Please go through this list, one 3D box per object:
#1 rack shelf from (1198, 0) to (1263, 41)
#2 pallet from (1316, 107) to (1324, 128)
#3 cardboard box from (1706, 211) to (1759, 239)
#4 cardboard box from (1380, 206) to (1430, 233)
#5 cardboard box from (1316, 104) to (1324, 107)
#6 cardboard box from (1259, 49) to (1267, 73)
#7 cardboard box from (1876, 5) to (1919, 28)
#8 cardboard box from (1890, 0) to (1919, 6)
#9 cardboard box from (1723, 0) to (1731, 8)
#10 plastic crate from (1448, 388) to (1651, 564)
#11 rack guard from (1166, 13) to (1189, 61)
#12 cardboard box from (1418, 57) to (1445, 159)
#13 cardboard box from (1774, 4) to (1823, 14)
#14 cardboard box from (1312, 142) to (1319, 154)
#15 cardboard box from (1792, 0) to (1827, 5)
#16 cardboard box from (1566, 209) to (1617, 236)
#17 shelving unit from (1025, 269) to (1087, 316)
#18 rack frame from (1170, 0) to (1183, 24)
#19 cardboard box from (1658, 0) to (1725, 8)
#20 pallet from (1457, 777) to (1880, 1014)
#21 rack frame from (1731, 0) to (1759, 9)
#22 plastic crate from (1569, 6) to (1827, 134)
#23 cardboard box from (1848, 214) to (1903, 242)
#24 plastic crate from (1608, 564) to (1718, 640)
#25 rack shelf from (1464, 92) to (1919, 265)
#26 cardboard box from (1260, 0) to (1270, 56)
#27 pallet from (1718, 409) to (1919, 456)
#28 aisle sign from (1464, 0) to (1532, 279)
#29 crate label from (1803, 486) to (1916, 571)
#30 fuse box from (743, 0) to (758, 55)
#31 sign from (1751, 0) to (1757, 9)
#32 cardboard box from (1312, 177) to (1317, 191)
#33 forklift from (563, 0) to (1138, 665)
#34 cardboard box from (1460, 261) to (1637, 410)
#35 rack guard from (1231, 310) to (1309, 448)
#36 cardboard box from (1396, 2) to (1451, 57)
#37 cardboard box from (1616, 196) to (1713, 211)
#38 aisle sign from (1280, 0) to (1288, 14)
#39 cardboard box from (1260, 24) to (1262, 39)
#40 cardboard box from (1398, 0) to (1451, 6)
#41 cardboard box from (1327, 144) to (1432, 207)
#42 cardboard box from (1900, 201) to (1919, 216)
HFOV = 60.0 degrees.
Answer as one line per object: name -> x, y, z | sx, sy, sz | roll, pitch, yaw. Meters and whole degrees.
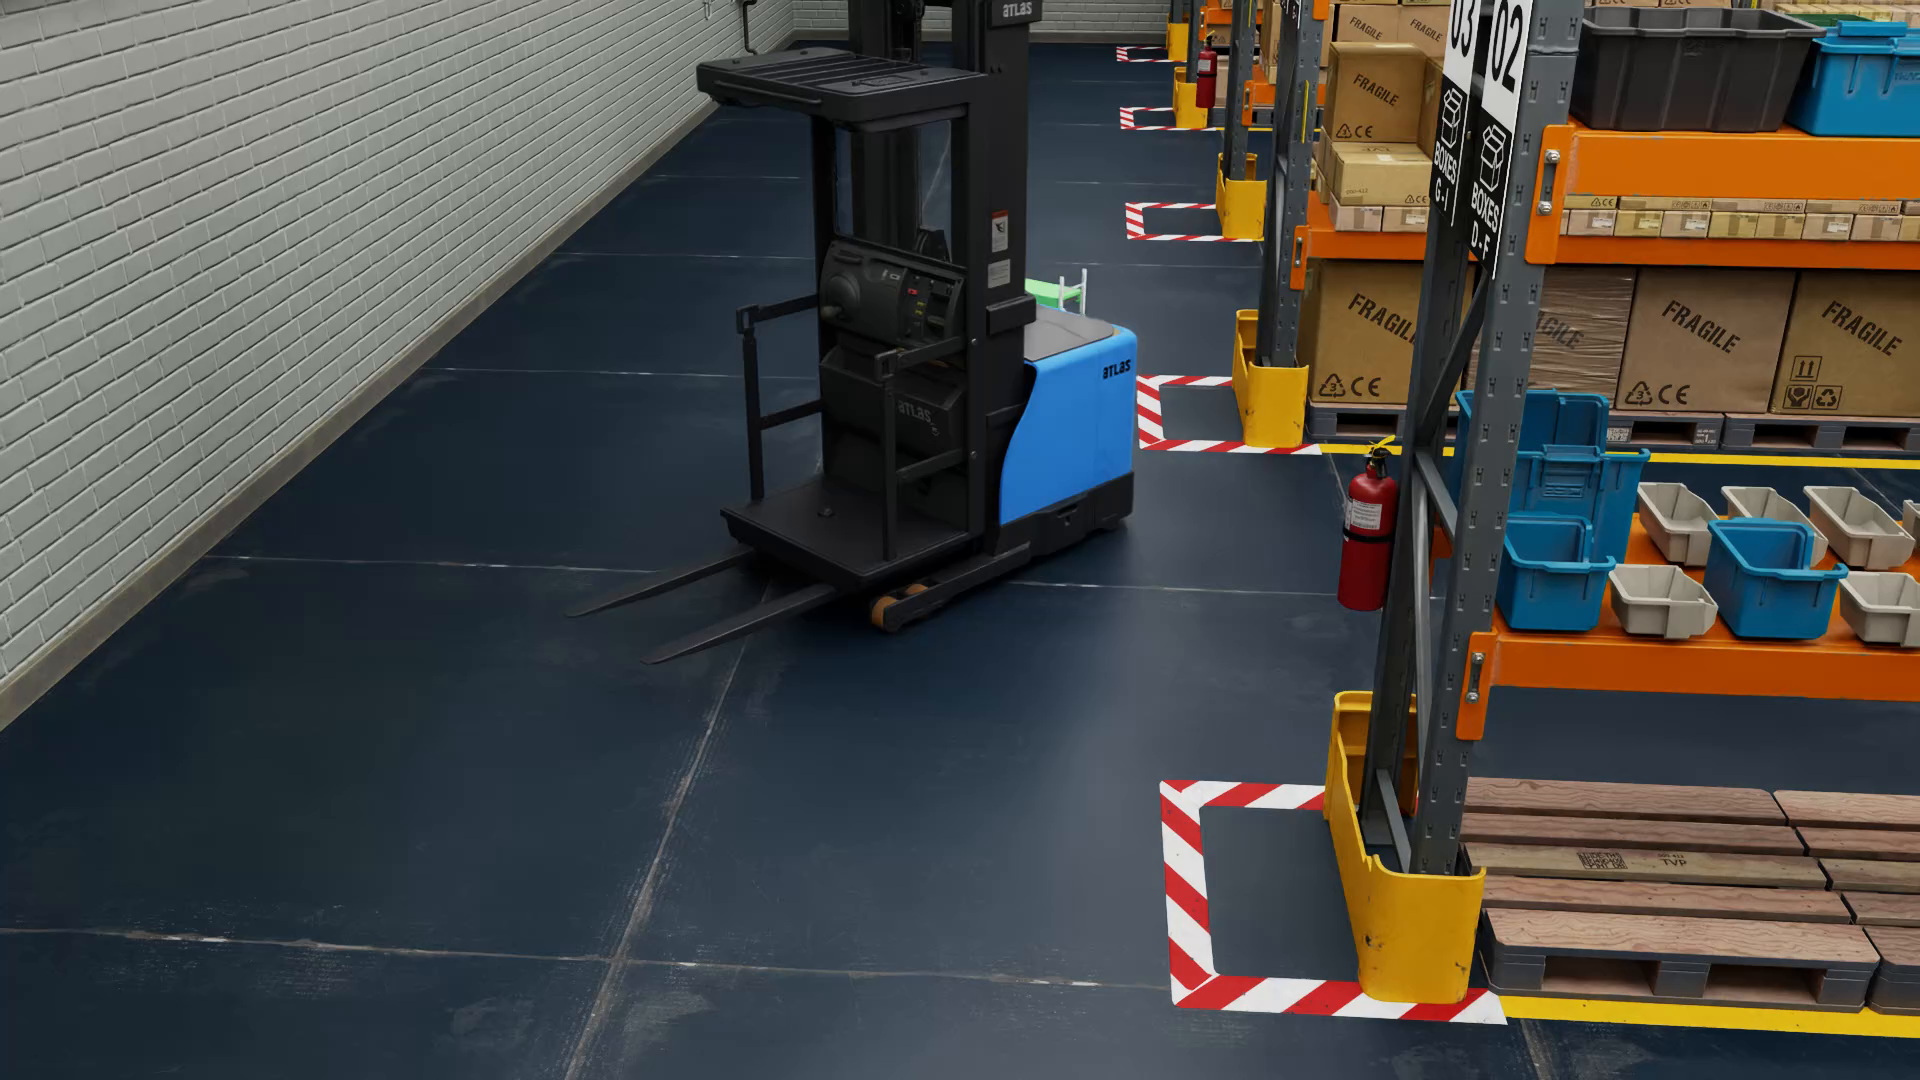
rack shelf -> 4.698, -5.897, 18.837 | 4.000, 0.370, 1.077 | 2, 25, 4
pallet -> 4.721, -4.988, 19.337 | 1.213, 0.211, 1.003 | 2, 25, 4
cardboard box -> 4.323, -1.829, 9.438 | 0.250, 0.149, 0.380 | 1, 25, 3
cardboard box -> 2.530, -1.887, 9.562 | 0.250, 0.149, 0.380 | 1, 25, 3
cardboard box -> 4.283, -5.309, 19.262 | 0.875, 0.438, 0.875 | 2, 25, 5
cardboard box -> 2.773, -4.214, 14.621 | 0.250, 0.149, 0.380 | 2, 25, 4
cardboard box -> 7.555, -4.211, 13.400 | 0.250, 0.149, 0.380 | 2, 25, 3
cardboard box -> 7.862, -4.474, 13.970 | 0.250, 0.149, 0.380 | 1, 25, 2
cardboard box -> 8.137, -5.928, 18.225 | 0.500, 0.250, 0.500 | 2, 25, 4
plastic crate -> 1.915, -0.203, 5.489 | 0.499, 0.435, 0.616 | 2, 25, 4
rack guard -> 3.156, -7.218, 23.839 | 0.348, 0.500, 1.175 | 2, 25, 4
cardboard box -> 2.902, -2.421, 9.349 | 0.500, 0.500, 0.500 | 1, 25, 3
cardboard box -> 6.772, -4.236, 13.453 | 0.250, 0.149, 0.380 | 3, 25, 7
cardboard box -> 3.220, -3.444, 14.842 | 0.250, 0.149, 0.380 | 2, 25, 5
cardboard box -> 7.098, -4.500, 14.028 | 0.250, 0.149, 0.380 | 1, 25, 2
cardboard box -> 3.557, -1.854, 9.491 | 0.250, 0.149, 0.380 | 2, 25, 3
shelving unit -> 0.412, -0.960, 9.394 | 0.503, 1.200, 0.258 | 18, 29, 34
rack frame -> 3.081, -8.356, 23.322 | 0.127, 3.000, 1.000 | 2, 25, 4
cardboard box -> 5.925, -4.630, 13.553 | 0.500, 0.500, 0.500 | 1, 25, 2
pallet -> 2.386, 1.216, 5.854 | 1.213, 0.211, 1.003 | 2, 25, 4
rack frame -> 6.414, -4.093, 14.057 | 0.127, 3.000, 1.000 | 2, 25, 4
plastic crate -> 1.929, -1.268, 4.484 | 0.590, 0.269, 0.497 | 2, 25, 4
cardboard box -> 5.092, -1.805, 9.384 | 0.250, 0.149, 0.380 | 1, 25, 3
plastic crate -> 2.101, 0.190, 4.993 | 0.298, 0.136, 0.250 | 2, 25, 4
rack shelf -> 3.561, -1.065, 4.748 | 4.000, 0.370, 1.077 | 2, 25, 4
cardboard box -> 2.894, -4.495, 14.454 | 0.500, 0.500, 0.500 | 2, 25, 5
pallet -> 5.182, -0.819, 10.278 | 1.213, 0.211, 1.003 | 2, 25, 4
aisle sign -> 1.472, -1.152, 4.556 | 0.004, 0.787, 0.394 | 2, 25, 4
crate label -> 2.961, -0.036, 5.483 | 0.243, 0.136, 0.396 | 2, 25, 4
fuse box -> -2.613, -6.744, 21.359 | 0.414, 1.711, 0.539 | 2, 25, 4
sign -> 6.381, -4.260, 13.384 | 0.005, 0.325, 0.100 | 2, 25, 4
cardboard box -> 3.198, -3.096, 14.442 | 0.250, 0.149, 0.380 | 2, 25, 4
forklift -> -0.479, -1.142, 7.725 | 3.031, 2.935, 1.130 | -22, 33, -39
cardboard box -> 3.497, -1.366, 10.171 | 0.875, 0.875, 0.875 | 2, 25, 4
rack guard -> 1.922, -1.022, 10.374 | 0.348, 0.500, 1.175 | 2, 25, 4
cardboard box -> 3.876, -4.245, 13.911 | 0.500, 0.500, 0.500 | 2, 25, 5
cardboard box -> 3.944, -2.050, 9.441 | 0.500, 0.250, 0.500 | 1, 25, 3
aisle sign -> 1.897, -3.465, 9.583 | 0.004, 0.787, 0.394 | 2, 25, 4
cardboard box -> 4.533, -7.309, 23.534 | 0.500, 0.500, 0.700 | 3, 25, 6
cardboard box -> 3.874, -4.692, 13.686 | 0.500, 0.500, 0.500 | 1, 25, 3
cardboard box -> 2.404, -2.096, 9.541 | 0.500, 0.250, 0.500 | 1, 25, 3
cardboard box -> 5.474, -2.001, 9.334 | 0.500, 0.250, 0.500 | 1, 25, 3
